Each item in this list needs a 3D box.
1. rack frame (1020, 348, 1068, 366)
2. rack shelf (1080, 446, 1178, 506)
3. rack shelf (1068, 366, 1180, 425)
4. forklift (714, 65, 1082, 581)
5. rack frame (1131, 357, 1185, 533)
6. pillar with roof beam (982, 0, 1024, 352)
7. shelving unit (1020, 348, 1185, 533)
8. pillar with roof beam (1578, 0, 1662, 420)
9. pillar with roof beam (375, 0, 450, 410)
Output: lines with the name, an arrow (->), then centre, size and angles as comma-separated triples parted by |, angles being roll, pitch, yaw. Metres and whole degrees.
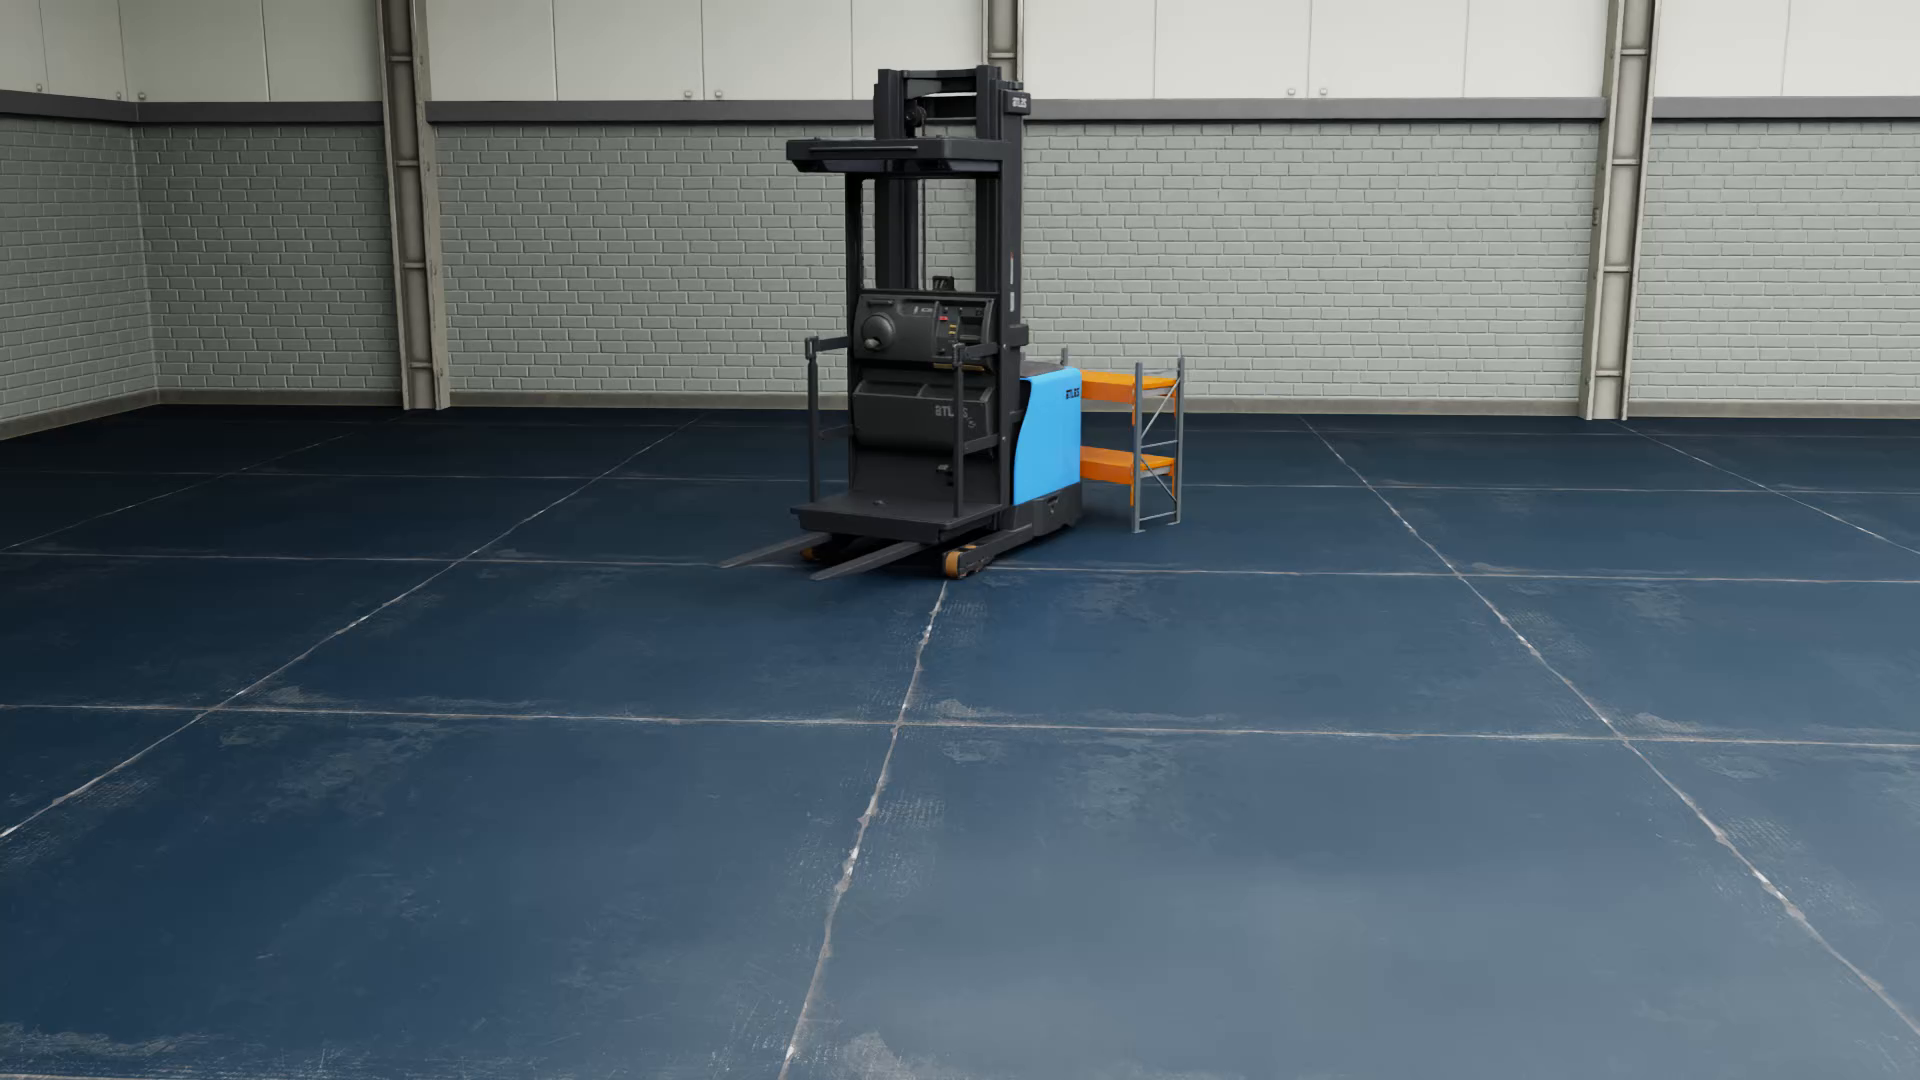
rack frame -> 0.584, -0.778, 11.738 | 0.032, 1.125, 0.500 | 11, 16, 43
rack shelf -> 0.951, -0.466, 11.444 | 1.000, 0.278, 0.538 | 11, 16, 43
rack shelf -> 0.951, -0.992, 11.334 | 1.000, 0.278, 0.538 | 11, 16, 43
forklift -> -0.322, -1.312, 9.880 | 1.130, 2.935, 3.031 | 6, 13, 28
rack frame -> 1.319, -0.634, 11.050 | 0.032, 1.125, 0.500 | 11, 16, 43
pillar with roof beam -> 0.132, -4.826, 11.863 | 0.400, 9.000, 9.100 | 1, 12, 4
shelving unit -> 0.951, -0.706, 11.394 | 1.048, 1.125, 0.538 | 11, 16, 43
pillar with roof beam -> 6.119, -4.744, 11.471 | 0.400, 9.000, 9.100 | 1, 12, 4
pillar with roof beam -> -5.855, -4.909, 12.255 | 0.400, 9.000, 9.100 | 1, 12, 4
